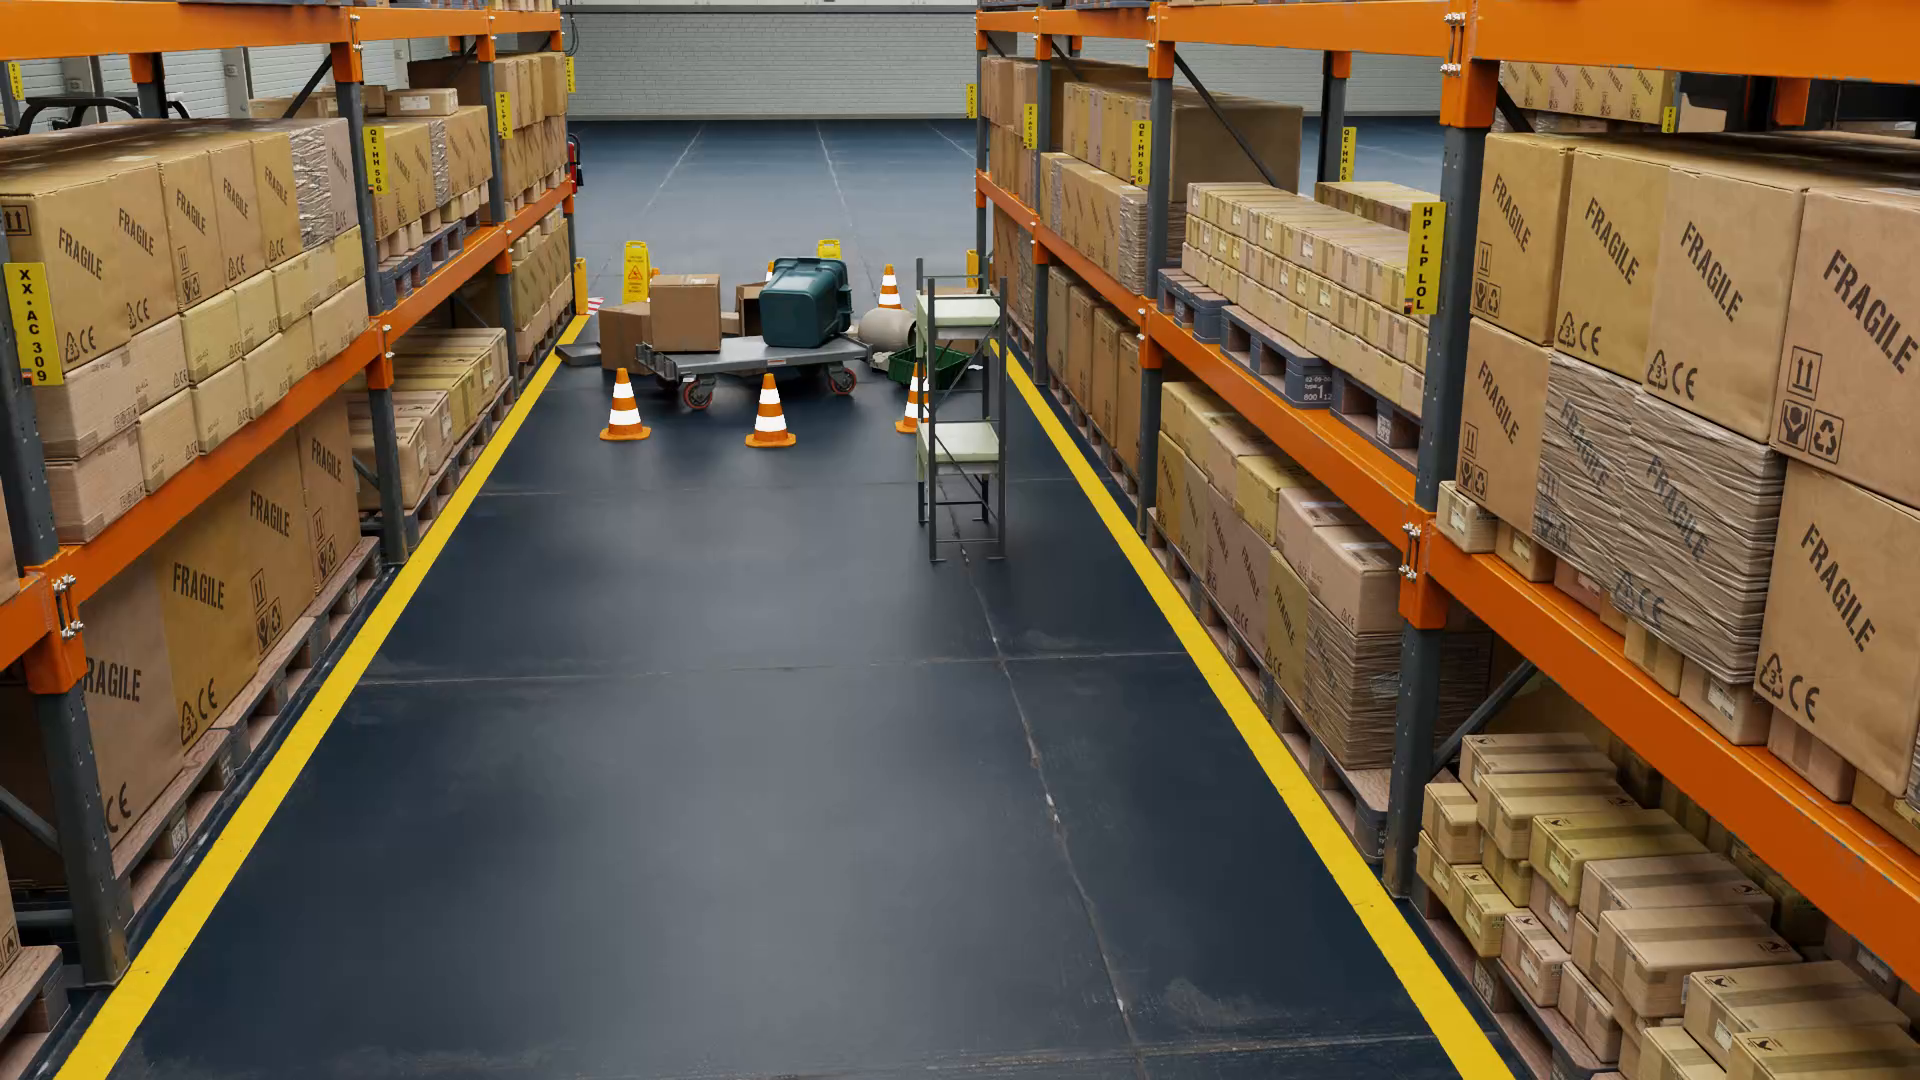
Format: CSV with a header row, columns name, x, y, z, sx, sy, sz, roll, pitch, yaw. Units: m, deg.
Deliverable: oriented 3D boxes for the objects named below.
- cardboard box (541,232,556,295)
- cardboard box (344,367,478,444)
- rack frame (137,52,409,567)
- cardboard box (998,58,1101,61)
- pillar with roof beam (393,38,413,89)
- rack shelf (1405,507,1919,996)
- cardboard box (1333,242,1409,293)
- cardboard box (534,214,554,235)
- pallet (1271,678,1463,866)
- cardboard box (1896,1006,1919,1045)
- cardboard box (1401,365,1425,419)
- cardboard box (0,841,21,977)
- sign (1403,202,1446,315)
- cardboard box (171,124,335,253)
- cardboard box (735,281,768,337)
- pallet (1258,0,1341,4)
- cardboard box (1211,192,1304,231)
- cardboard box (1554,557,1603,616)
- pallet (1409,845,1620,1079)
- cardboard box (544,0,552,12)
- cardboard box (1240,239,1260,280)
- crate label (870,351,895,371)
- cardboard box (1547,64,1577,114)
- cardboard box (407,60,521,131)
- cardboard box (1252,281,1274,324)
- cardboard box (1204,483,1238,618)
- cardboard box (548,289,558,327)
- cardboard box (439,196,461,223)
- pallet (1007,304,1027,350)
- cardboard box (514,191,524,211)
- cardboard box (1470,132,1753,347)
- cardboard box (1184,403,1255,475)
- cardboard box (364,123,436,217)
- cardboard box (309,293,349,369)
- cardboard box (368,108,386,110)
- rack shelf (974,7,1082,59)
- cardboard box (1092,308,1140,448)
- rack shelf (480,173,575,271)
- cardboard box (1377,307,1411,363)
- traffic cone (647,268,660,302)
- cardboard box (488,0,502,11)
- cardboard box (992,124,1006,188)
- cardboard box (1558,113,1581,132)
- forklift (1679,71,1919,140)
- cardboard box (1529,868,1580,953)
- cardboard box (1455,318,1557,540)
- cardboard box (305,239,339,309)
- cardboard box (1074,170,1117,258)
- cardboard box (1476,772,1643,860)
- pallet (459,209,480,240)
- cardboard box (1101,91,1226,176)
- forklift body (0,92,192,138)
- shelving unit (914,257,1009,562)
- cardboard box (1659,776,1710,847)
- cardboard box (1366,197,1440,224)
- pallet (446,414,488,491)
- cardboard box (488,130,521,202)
name,x,y,z,sx,sy,sz,roll,pitch,yaw
cardboard box,-3.802,-2.387,14.410,0.500,0.500,0.500,-2,18,-7
cardboard box,-3.626,-0.855,10.578,0.950,0.372,0.625,-1,17,-4
rack frame,-3.421,-1.294,8.291,1.000,3.000,0.127,-2,18,-6
cardboard box,0.815,-4.174,15.413,0.875,0.550,0.550,-2,18,-6
pillar with roof beam,-8.201,-13.433,36.942,9.100,9.000,0.400,-2,18,-6
rack shelf,2.111,0.654,3.288,1.077,0.370,4.000,-2,18,-6
cardboard box,1.589,-0.998,6.075,0.380,0.149,0.250,-2,18,-6
cardboard box,-3.751,-2.742,14.457,0.380,0.149,0.250,-1,17,-3
pallet,1.823,0.813,6.234,1.003,0.211,1.213,-2,18,-6
cardboard box,2.321,1.210,3.878,0.380,0.149,0.250,-3,18,-8
cardboard box,1.667,-0.478,5.410,0.380,0.149,0.250,-2,18,-7
cardboard box,-3.050,1.110,4.209,0.875,0.438,0.875,-2,18,-6
sign,1.353,-0.819,4.846,0.100,0.325,0.005,-2,18,-6
cardboard box,-3.046,-1.520,7.175,0.500,0.500,0.500,-1,17,-5
cardboard box,-1.547,-2.041,14.839,0.637,0.503,0.797,16,24,42
pallet,1.837,-2.123,6.237,1.213,0.211,1.003,-2,18,-6
cardboard box,1.399,-1.544,7.814,0.380,0.149,0.250,-2,18,-6
cardboard box,1.789,0.082,4.329,0.380,0.149,0.250,-3,18,-8
pallet,2.009,1.244,4.862,1.003,0.211,1.213,-2,18,-6
cardboard box,-3.873,-4.818,14.927,0.380,0.149,0.250,-2,18,-5
cardboard box,1.455,-1.240,7.340,0.380,0.149,0.250,-2,18,-6
crate label,-0.583,-1.453,13.576,0.250,0.136,0.298,16,24,42
cardboard box,5.552,-4.031,14.677,0.500,0.500,0.500,-2,18,-6
cardboard box,-3.663,-3.290,12.316,0.700,0.500,0.500,-2,18,-6
cardboard box,1.476,-1.023,7.146,0.380,0.149,0.250,-2,17,-5
cardboard box,1.425,0.036,7.526,0.500,0.500,0.500,-2,18,-7
cardboard box,-3.790,-2.023,14.503,0.500,0.250,0.500,-2,18,-8
cardboard box,-3.415,-2.117,10.631,0.380,0.149,0.250,-2,18,-6
pallet,0.950,-1.932,14.977,1.003,0.211,1.213,-2,18,-6
cardboard box,-3.673,-2.696,13.177,0.380,0.149,0.250,-1,17,-4
cardboard box,1.709,-0.810,4.416,0.500,0.500,0.500,-1,17,-4
cardboard box,1.375,-0.479,7.914,0.500,0.250,0.500,-2,18,-6
cardboard box,-3.359,-2.138,9.615,0.500,0.500,0.500,-1,17,-5
cardboard box,-3.042,-0.928,7.376,0.500,0.250,0.500,-1,17,-5
cardboard box,-4.070,-2.727,11.491,0.500,0.500,0.500,-1,17,-4
rack shelf,0.874,-4.353,14.226,1.077,0.370,4.000,-2,18,-6
cardboard box,1.426,-1.049,10.564,1.050,0.750,0.750,-2,17,-5
rack shelf,-4.040,-2.738,14.093,1.077,0.370,4.000,-2,18,-6
cardboard box,1.639,-0.699,5.616,0.380,0.149,0.250,-2,18,-5
traffic cone,-2.918,-2.379,15.982,0.336,0.463,0.334,-2,18,-6
cardboard box,-3.590,-3.977,12.249,0.380,0.149,0.250,-2,18,-6
cardboard box,0.762,-3.489,15.032,0.875,0.550,0.550,-2,18,-6
cardboard box,5.860,-3.564,14.857,0.875,0.500,0.500,-2,18,-6
forklift,4.226,-1.296,8.413,1.130,2.935,3.031,1,17,2
cardboard box,1.800,0.995,4.563,0.380,0.149,0.250,-2,18,-6
cardboard box,1.705,-0.320,4.524,0.500,0.500,0.500,-2,18,-7
cardboard box,-3.062,-1.172,7.318,0.500,0.250,0.500,-2,18,-7
cardboard box,1.020,-2.101,10.694,0.500,0.500,0.500,-2,17,-5
cardboard box,1.704,0.784,4.738,0.380,0.149,0.250,-1,17,-3
pallet,-3.899,-2.162,11.376,1.003,0.211,1.213,-2,18,-6
cardboard box,1.294,-2.591,10.588,0.700,0.500,0.500,-2,18,-6
forklift body,-7.173,-2.609,13.898,2.313,2.155,1.214,-2,18,-6
shelving unit,-0.001,-0.718,8.959,0.431,1.500,0.755,-2,18,-6
cardboard box,2.266,0.764,4.802,0.380,0.149,0.250,-2,17,-5
cardboard box,2.081,-1.477,7.599,0.380,0.149,0.250,-1,17,-4
pallet,-3.623,-0.559,10.605,1.003,0.211,1.213,-2,18,-6
cardboard box,-3.602,-2.815,12.472,0.500,0.500,0.500,-2,18,-6
